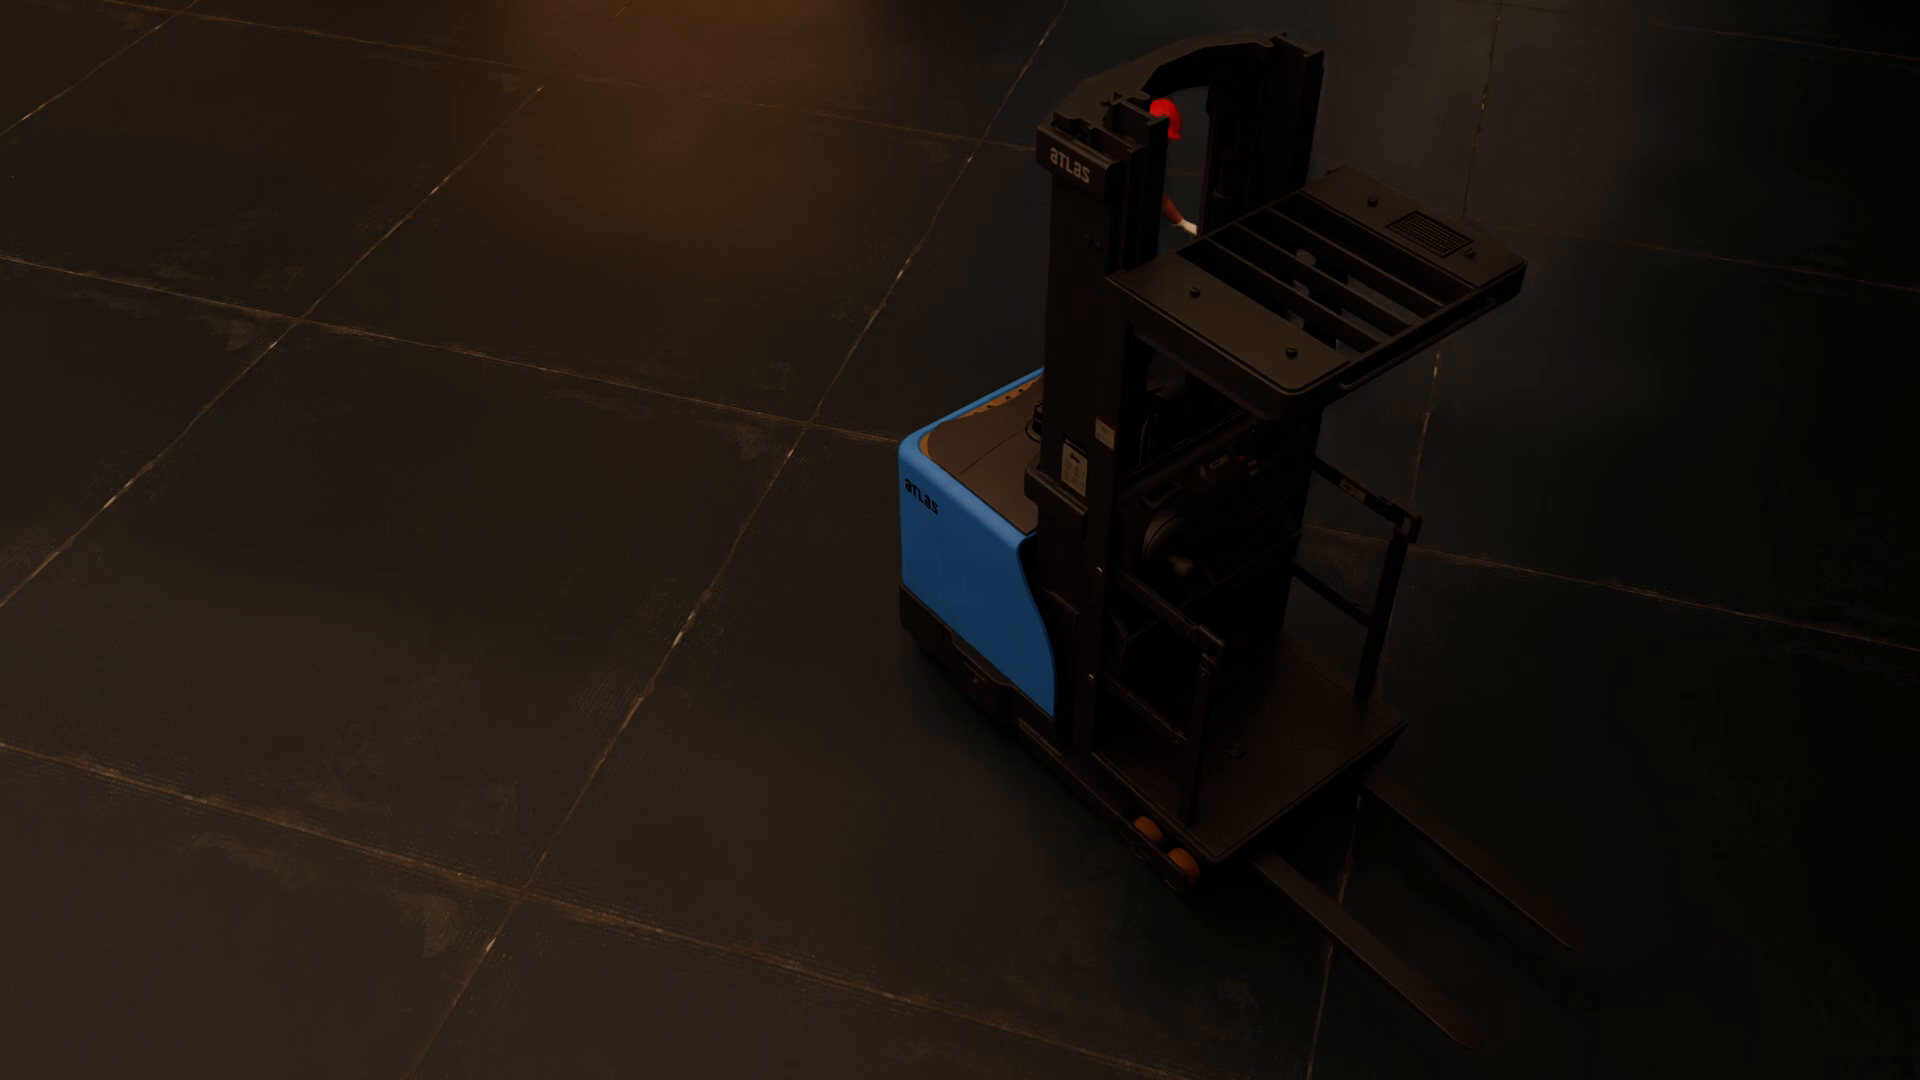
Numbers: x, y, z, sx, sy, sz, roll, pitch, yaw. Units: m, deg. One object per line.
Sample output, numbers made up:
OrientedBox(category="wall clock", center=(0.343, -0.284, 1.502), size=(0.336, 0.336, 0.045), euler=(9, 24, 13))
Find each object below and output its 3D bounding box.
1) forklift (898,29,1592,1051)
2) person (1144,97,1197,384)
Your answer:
OrientedBox(category="forklift", center=(1.053, -0.116, 5.814), size=(1.130, 2.935, 3.031), euler=(-29, 50, -28))
OrientedBox(category="person", center=(0.894, -1.473, 8.348), size=(0.678, 1.539, 0.833), euler=(7, 43, 7))
